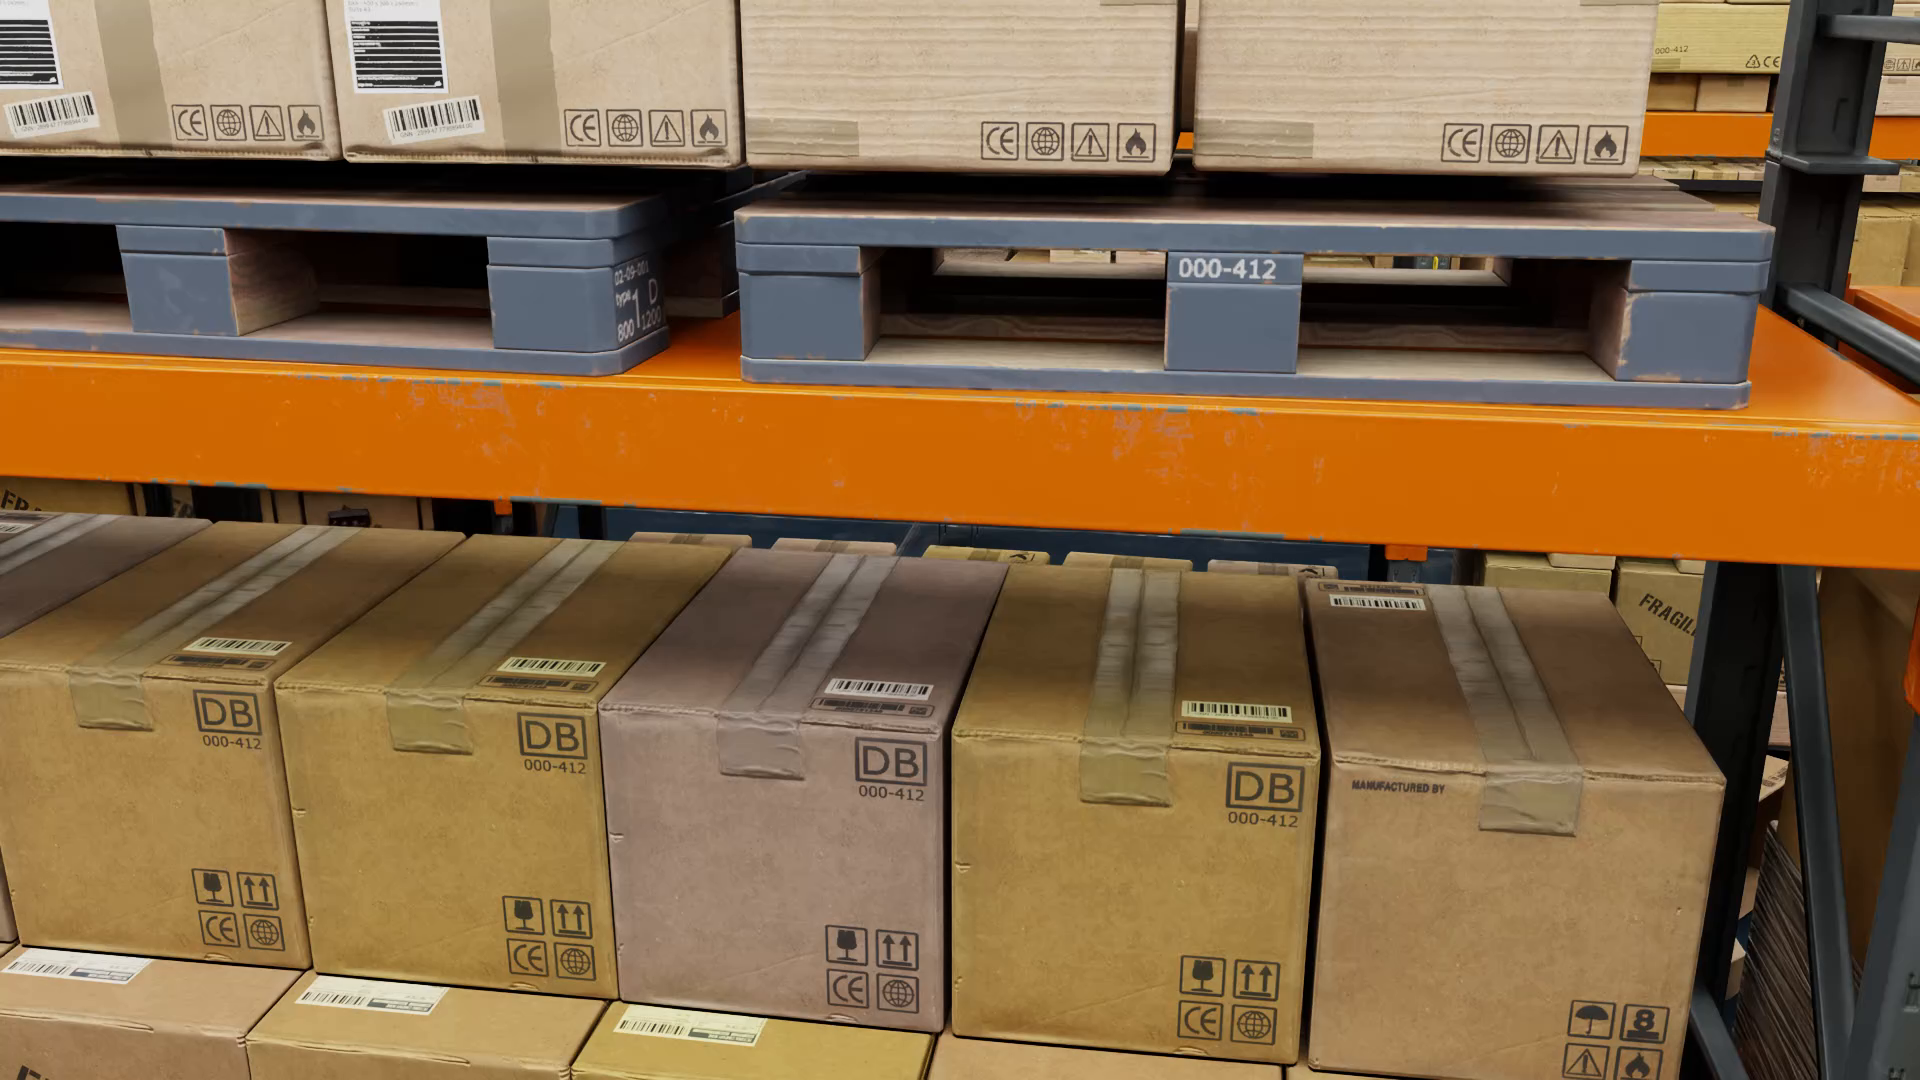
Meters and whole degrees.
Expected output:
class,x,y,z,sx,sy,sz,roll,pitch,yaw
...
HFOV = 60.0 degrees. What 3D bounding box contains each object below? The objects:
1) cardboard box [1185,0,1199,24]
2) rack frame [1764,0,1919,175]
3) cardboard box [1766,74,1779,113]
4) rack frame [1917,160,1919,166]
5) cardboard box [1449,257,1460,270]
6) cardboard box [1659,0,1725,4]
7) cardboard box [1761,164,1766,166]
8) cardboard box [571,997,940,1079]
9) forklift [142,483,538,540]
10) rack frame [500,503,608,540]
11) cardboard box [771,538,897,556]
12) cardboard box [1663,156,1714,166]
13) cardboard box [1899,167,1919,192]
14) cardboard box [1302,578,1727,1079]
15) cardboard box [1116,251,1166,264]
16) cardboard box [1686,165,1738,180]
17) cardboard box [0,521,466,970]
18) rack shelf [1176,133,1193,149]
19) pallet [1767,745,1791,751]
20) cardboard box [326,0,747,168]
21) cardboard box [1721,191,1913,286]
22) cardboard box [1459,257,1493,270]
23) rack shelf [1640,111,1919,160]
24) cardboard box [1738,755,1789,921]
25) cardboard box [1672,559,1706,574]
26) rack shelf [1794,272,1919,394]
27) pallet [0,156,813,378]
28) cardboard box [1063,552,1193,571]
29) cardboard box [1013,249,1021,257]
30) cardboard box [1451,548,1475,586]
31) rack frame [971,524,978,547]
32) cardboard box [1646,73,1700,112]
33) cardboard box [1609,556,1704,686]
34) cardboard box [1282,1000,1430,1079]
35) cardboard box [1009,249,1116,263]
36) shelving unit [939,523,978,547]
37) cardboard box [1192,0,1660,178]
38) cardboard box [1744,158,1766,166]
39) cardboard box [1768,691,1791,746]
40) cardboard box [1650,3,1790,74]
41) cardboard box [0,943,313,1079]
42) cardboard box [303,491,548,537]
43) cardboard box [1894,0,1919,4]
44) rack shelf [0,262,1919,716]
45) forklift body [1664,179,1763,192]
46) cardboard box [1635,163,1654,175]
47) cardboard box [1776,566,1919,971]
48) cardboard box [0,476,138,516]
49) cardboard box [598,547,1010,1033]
class,x,y,z,sx,sy,sz,roll,pitch,yaw
cardboard box,0.871,-2.151,6.852,0.500,0.250,0.500,3,19,9
rack frame,1.284,-1.879,1.736,0.127,3.000,1.000,3,19,9
cardboard box,3.253,-1.750,6.474,0.250,0.149,0.380,2,19,7
rack frame,6.702,-1.944,11.384,0.127,3.000,1.000,3,19,9
cardboard box,3.667,-2.067,11.596,0.500,0.500,0.500,3,19,10
cardboard box,2.749,-2.133,6.362,0.250,0.149,0.380,2,19,7
cardboard box,5.570,-2.435,11.204,0.250,0.149,0.380,3,19,9
cardboard box,-0.272,0.925,2.652,0.500,0.500,0.500,3,19,9
forklift,-1.744,0.271,4.873,1.130,2.935,3.031,-7,20,-20
rack frame,-1.980,-0.791,7.940,0.127,3.000,1.000,3,19,9
cardboard box,-0.694,0.322,8.092,0.625,0.372,0.950,3,19,8
cardboard box,5.139,-2.623,11.766,0.250,0.149,0.380,2,19,7
cardboard box,6.315,-2.392,11.075,0.250,0.149,0.380,3,19,9
cardboard box,0.793,0.422,2.583,0.500,0.500,0.700,3,19,8
cardboard box,0.795,-1.268,7.055,0.250,0.149,0.380,2,19,7
cardboard box,5.039,-2.424,11.173,0.250,0.149,0.380,3,19,10
cardboard box,-1.217,0.319,2.888,0.500,0.500,0.700,3,19,8
rack shelf,-0.005,-1.772,7.277,4.000,0.370,1.077,3,19,9
pallet,3.846,0.816,7.531,1.213,0.211,1.003,3,19,9
cardboard box,-0.482,-0.680,2.201,0.500,0.311,0.500,2,19,7
cardboard box,3.362,-1.096,6.649,0.500,0.500,0.700,3,19,7
cardboard box,2.369,-1.162,6.847,0.500,0.500,0.700,3,19,8
rack shelf,3.944,-1.570,6.675,4.000,0.370,1.077,3,19,9
cardboard box,2.811,1.075,6.299,0.500,0.500,0.500,-15,24,-38
cardboard box,3.131,0.017,6.994,0.250,0.149,0.380,4,19,11
rack shelf,3.259,-0.014,2.025,4.000,0.370,1.077,3,19,9
pallet,-0.917,-0.497,2.631,1.213,0.211,1.003,4,19,11
cardboard box,0.741,0.397,7.870,0.625,0.372,0.950,4,19,12
cardboard box,0.062,-1.167,7.776,0.500,0.500,0.500,2,19,6
cardboard box,2.596,0.105,7.751,0.500,0.500,0.500,3,19,8
rack frame,0.092,-0.422,10.146,0.006,0.900,0.240,3,19,9
cardboard box,2.750,-1.792,6.600,0.250,0.149,0.380,3,19,9
cardboard box,3.039,0.297,7.178,0.500,0.500,0.500,4,19,11
cardboard box,0.726,0.976,2.500,0.500,0.500,0.500,3,19,8
cardboard box,0.478,-0.981,7.219,0.500,0.500,0.500,4,19,11
shelving unit,-0.008,-0.427,10.162,0.210,0.900,0.258,3,19,9
cardboard box,0.561,-0.617,2.110,0.500,0.250,0.500,3,19,9
cardboard box,5.647,-2.573,11.618,0.250,0.149,0.380,3,19,9
cardboard box,3.562,0.679,7.219,0.500,0.250,0.500,3,19,8
cardboard box,2.871,-1.951,6.447,0.500,0.250,0.500,3,19,8
cardboard box,-1.265,0.875,2.803,0.500,0.500,0.500,3,19,9
cardboard box,-2.649,-0.043,8.392,0.875,0.875,0.875,3,19,8
cardboard box,3.523,-2.105,6.278,0.250,0.149,0.380,3,19,8
rack shelf,-0.691,-0.216,2.627,4.000,0.370,1.077,3,19,9
forklift body,4.541,-1.065,10.096,1.214,2.155,2.313,3,19,9
cardboard box,4.554,-2.485,11.354,0.250,0.149,0.380,3,19,9
cardboard box,1.643,0.412,2.405,0.550,0.550,0.875,3,19,9
cardboard box,-4.411,-0.135,8.665,0.875,0.875,0.875,3,19,10
cardboard box,-0.214,0.371,2.734,0.500,0.500,0.700,3,19,9
